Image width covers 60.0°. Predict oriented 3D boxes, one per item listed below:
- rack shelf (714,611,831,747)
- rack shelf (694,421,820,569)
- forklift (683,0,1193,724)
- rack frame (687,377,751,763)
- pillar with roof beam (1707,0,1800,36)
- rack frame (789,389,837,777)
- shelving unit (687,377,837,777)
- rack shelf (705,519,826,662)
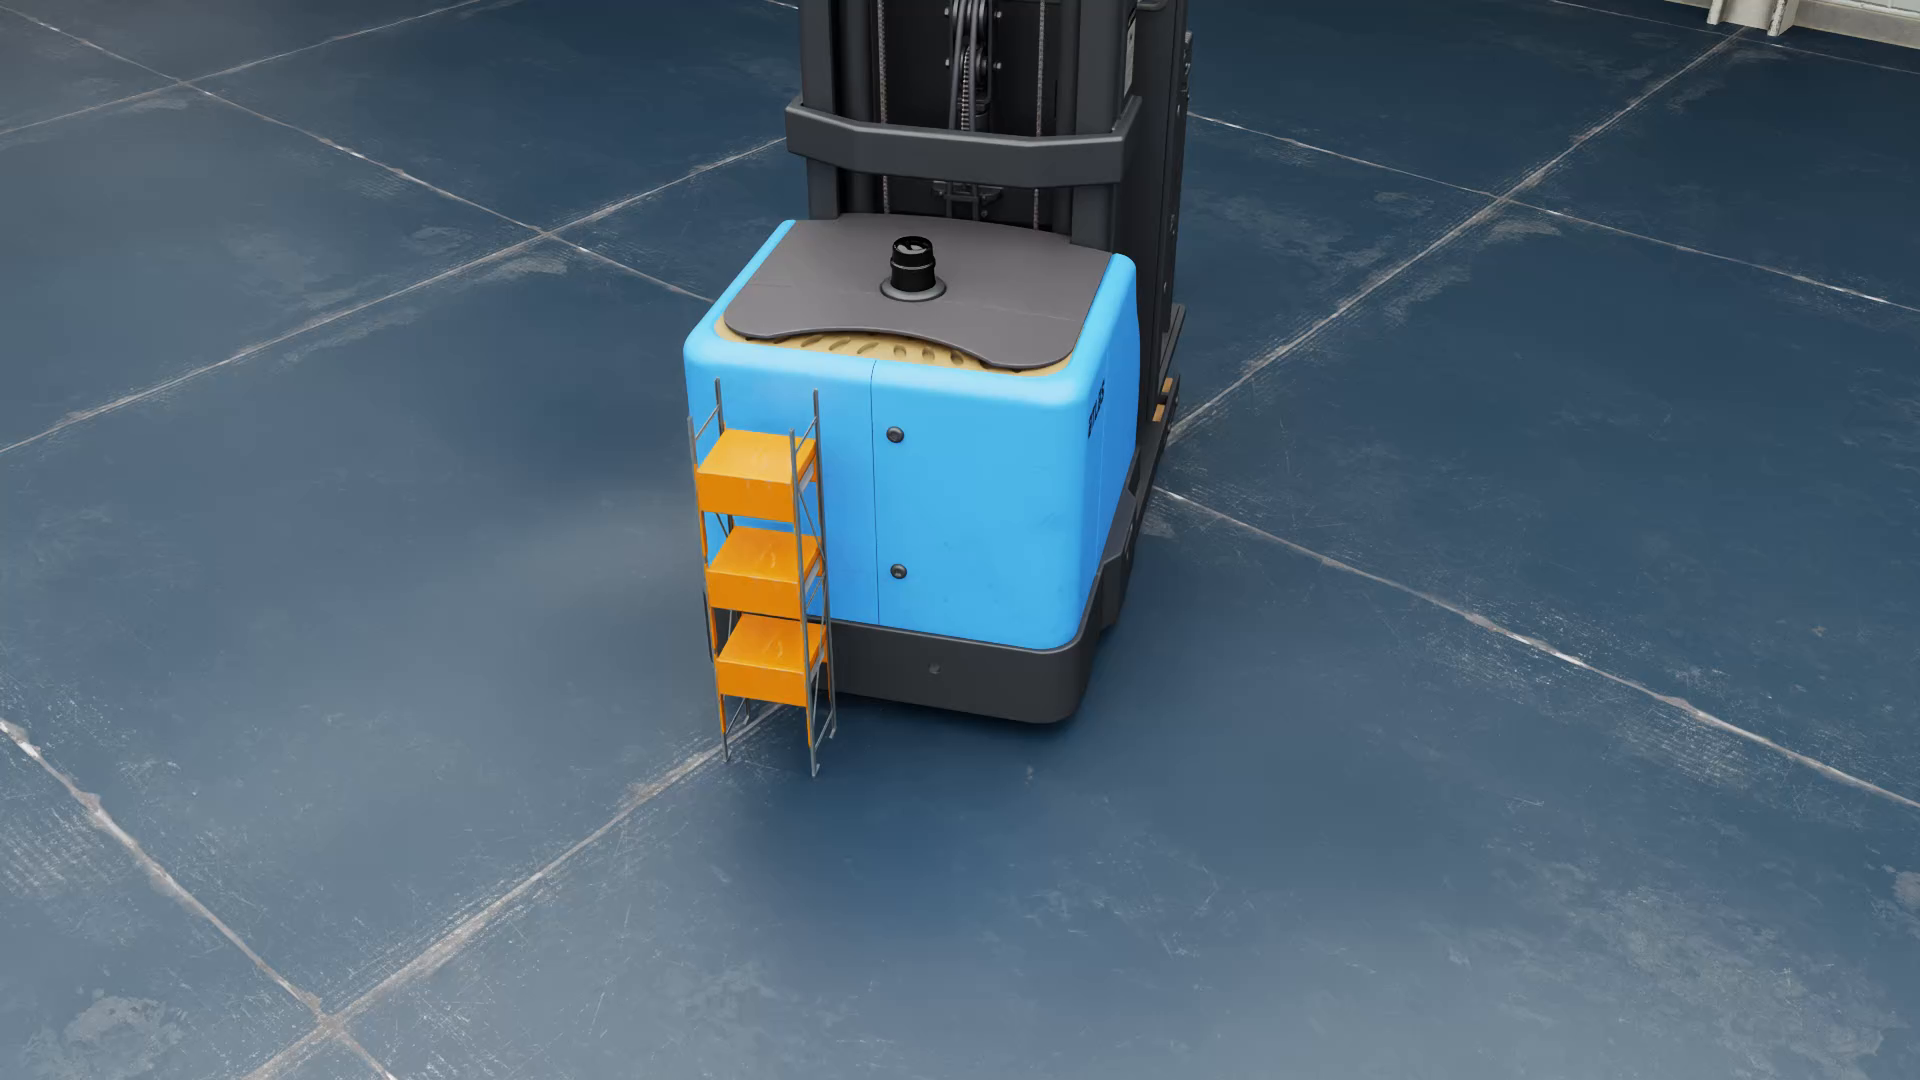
[{"bbox_3d":[-0.479,0.354,4.317,0.240,0.259,0.215,7,35,11],"label":"rack shelf"},{"bbox_3d":[-0.479,-0.109,3.999,0.240,0.259,0.215,7,35,11],"label":"rack shelf"},{"bbox_3d":[0.151,-1.551,4.920,1.130,2.935,3.031,8,35,11],"label":"forklift"},{"bbox_3d":[-0.598,0.101,4.176,0.008,1.050,0.200,7,35,11],"label":"rack frame"},{"bbox_3d":[1.804,-4.818,4.317,0.400,9.000,9.100,25,42,32],"label":"pillar with roof beam"},{"bbox_3d":[-0.360,0.132,4.131,0.008,1.050,0.200,7,35,11],"label":"rack frame"},{"bbox_3d":[-0.479,0.116,4.153,0.252,1.050,0.215,7,35,11],"label":"shelving unit"},{"bbox_3d":[-0.479,0.125,4.159,0.240,0.259,0.215,7,35,11],"label":"rack shelf"}]
